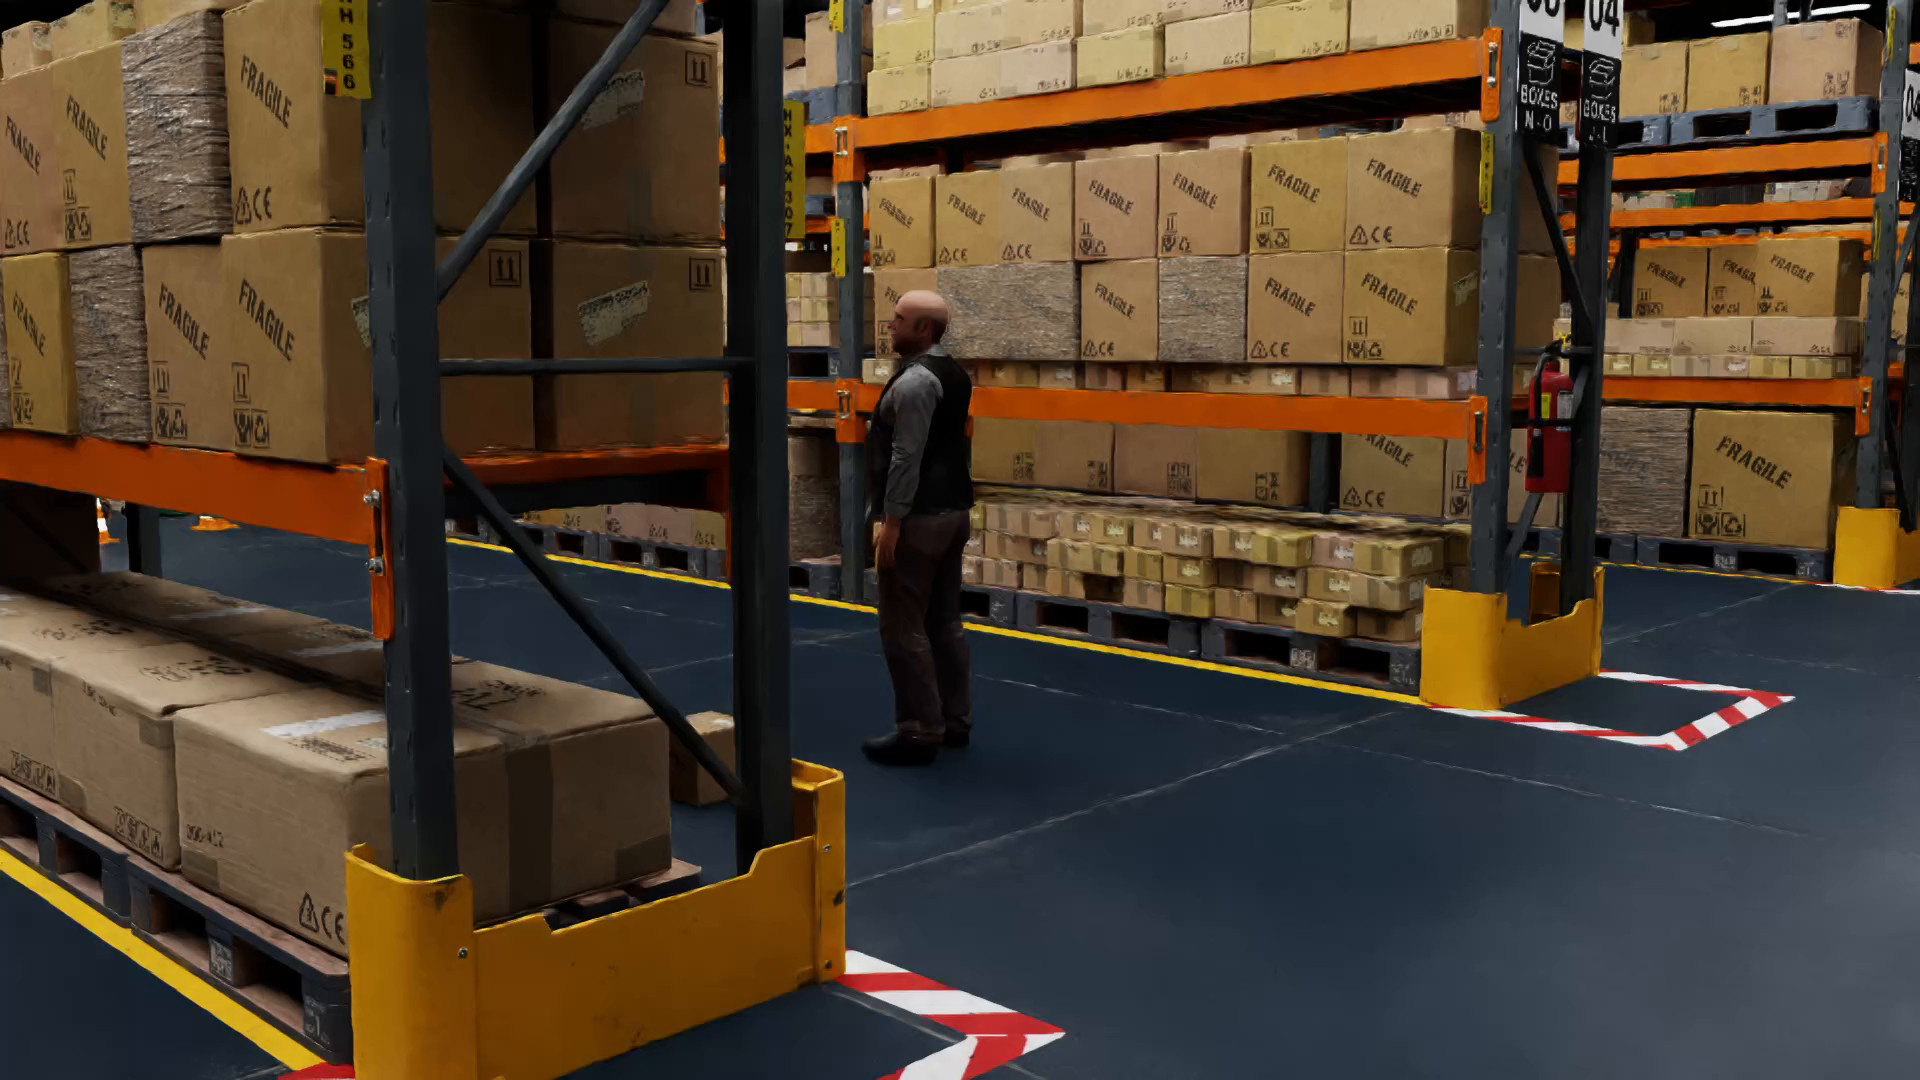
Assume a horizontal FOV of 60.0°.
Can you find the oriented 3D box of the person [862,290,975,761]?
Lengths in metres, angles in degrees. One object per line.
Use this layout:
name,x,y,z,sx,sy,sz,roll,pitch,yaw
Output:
person,-0.149,-0.062,6.206,0.375,1.724,0.543,3,7,20
